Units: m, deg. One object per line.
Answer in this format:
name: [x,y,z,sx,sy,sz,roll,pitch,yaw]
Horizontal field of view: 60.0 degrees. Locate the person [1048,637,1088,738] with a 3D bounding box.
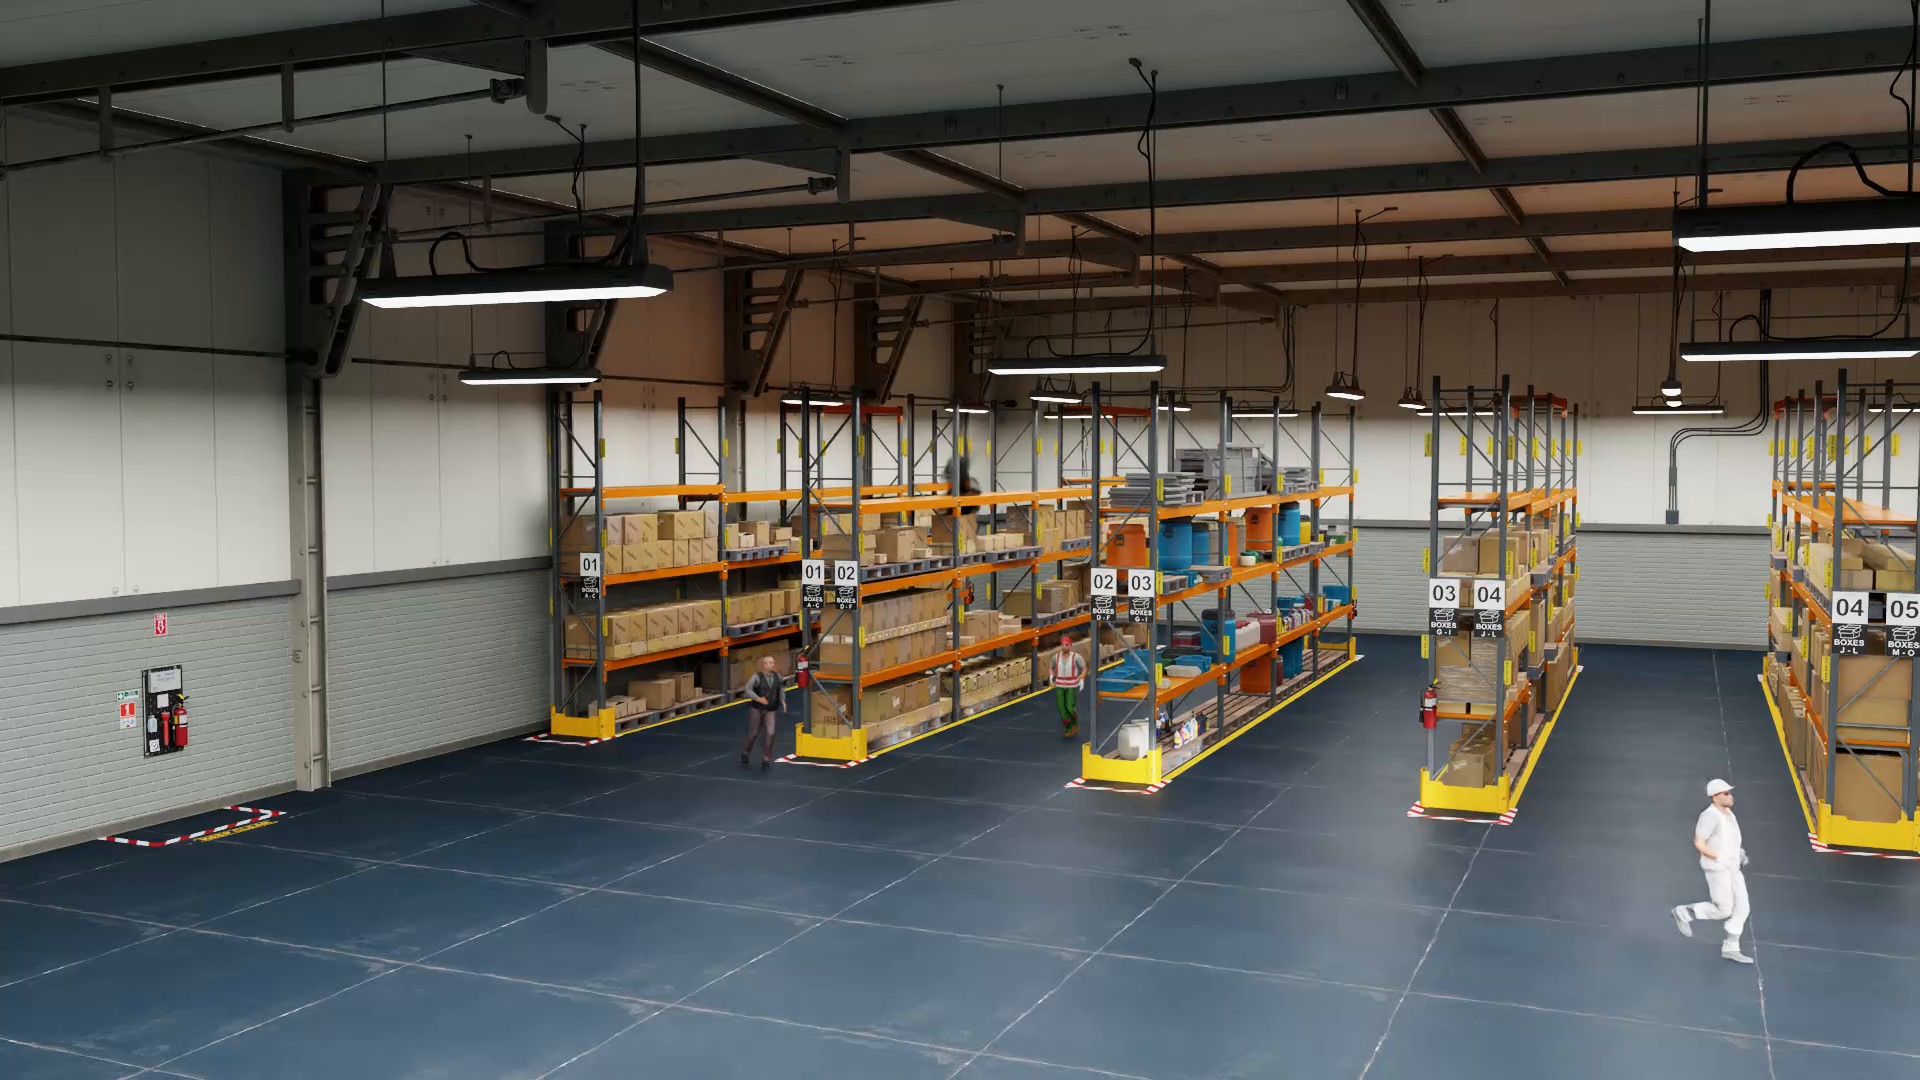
person: [1.813,2.542,28.631,0.661,1.746,0.553,1,3,20]

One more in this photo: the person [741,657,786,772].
person: [-3.030,2.703,26.070,0.713,1.748,0.799,-1,3,-25]

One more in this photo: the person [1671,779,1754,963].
person: [7.444,3.225,16.369,0.657,1.759,0.785,-3,4,-41]
